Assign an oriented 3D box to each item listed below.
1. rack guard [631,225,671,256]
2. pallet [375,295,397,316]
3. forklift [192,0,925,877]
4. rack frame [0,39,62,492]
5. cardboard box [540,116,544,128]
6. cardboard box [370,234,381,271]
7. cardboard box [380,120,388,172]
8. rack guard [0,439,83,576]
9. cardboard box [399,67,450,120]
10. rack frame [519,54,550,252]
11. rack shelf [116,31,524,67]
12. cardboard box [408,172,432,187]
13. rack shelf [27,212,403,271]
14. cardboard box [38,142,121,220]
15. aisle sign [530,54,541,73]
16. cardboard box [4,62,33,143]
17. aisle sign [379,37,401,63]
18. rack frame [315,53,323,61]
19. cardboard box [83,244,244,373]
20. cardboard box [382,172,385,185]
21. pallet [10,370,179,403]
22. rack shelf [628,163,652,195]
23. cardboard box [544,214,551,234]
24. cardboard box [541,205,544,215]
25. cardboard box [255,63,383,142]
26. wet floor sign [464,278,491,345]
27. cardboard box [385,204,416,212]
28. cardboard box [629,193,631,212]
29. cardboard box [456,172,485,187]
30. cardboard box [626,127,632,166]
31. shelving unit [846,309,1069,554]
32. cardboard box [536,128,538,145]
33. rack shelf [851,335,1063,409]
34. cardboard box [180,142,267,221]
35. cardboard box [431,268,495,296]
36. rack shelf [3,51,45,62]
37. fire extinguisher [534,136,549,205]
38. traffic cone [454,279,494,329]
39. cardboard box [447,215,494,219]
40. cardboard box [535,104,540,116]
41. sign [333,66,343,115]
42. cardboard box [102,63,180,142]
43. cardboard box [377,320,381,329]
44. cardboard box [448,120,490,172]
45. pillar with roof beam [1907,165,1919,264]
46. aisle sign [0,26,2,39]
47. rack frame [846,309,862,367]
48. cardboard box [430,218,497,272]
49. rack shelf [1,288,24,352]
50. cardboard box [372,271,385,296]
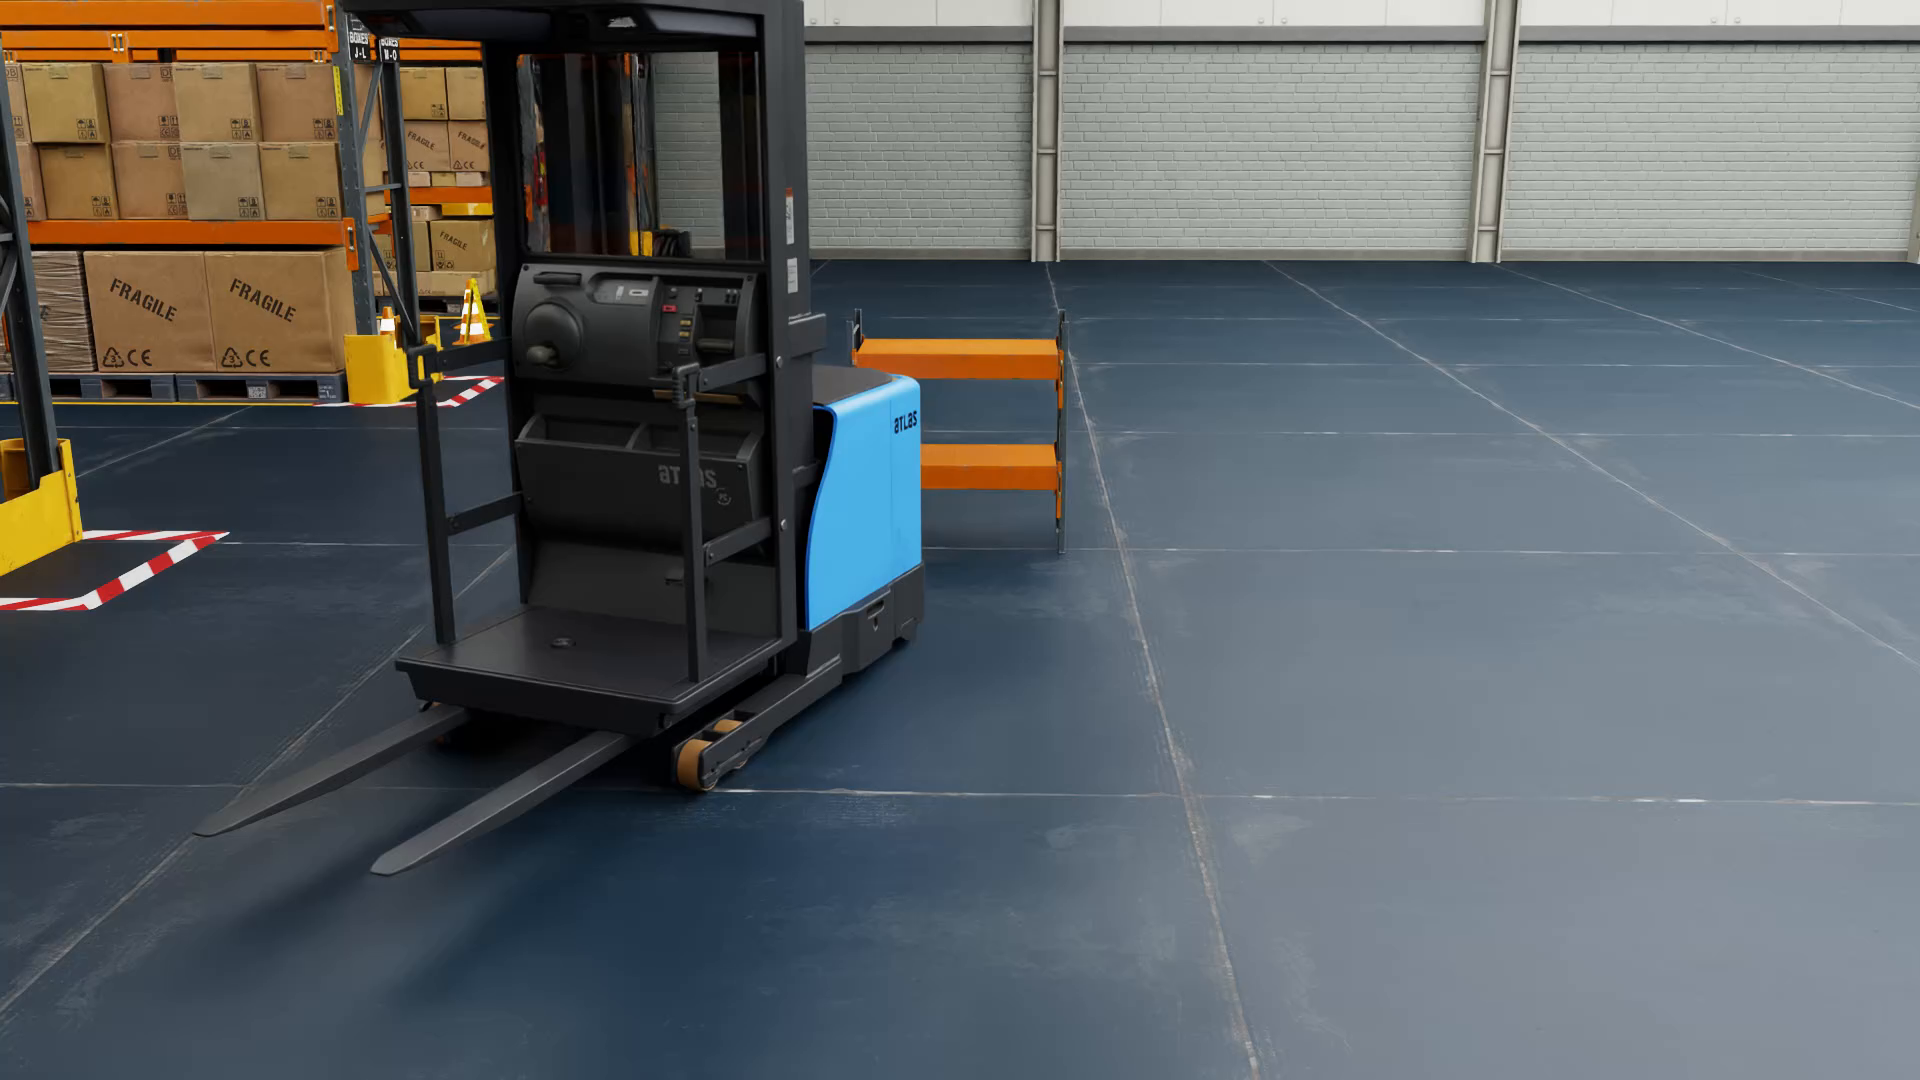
[{"bbox_3d":[-4.122,-3.907,22.167,0.348,0.500,1.175,0,15,1],"label":"rack guard"},{"bbox_3d":[-6.373,-2.525,17.496,1.213,0.211,1.003,0,15,1],"label":"pallet"},{"bbox_3d":[-1.180,-0.738,5.390,1.130,2.935,3.031,6,16,22],"label":"forklift"},{"bbox_3d":[-4.523,-1.322,7.472,0.127,3.000,1.000,0,15,1],"label":"rack frame"},{"bbox_3d":[-5.262,-5.424,21.551,0.250,0.149,0.380,0,15,1],"label":"cardboard box"},{"bbox_3d":[-6.103,-3.032,17.049,0.500,0.500,0.500,0,15,0],"label":"cardboard box"},{"bbox_3d":[-5.820,-3.984,16.780,0.500,0.500,0.500,0,15,1],"label":"cardboard box"},{"bbox_3d":[-4.598,-0.114,7.793,0.348,0.500,1.175,0,15,1],"label":"rack guard"},{"bbox_3d":[-5.291,-4.478,16.694,0.500,0.500,0.700,1,15,2],"label":"cardboard box"},{"bbox_3d":[-4.269,-3.850,17.051,0.127,3.000,1.000,0,15,1],"label":"rack frame"},{"bbox_3d":[-6.269,-4.965,16.809,4.000,0.370,1.077,0,15,1],"label":"rack shelf"},{"bbox_3d":[-5.419,-3.650,16.789,0.250,0.149,0.380,1,15,2],"label":"cardboard box"},{"bbox_3d":[-6.294,-2.252,12.405,4.000,0.370,1.077,0,15,1],"label":"rack shelf"},{"bbox_3d":[-6.305,-2.677,12.311,0.500,0.550,0.875,0,15,1],"label":"cardboard box"},{"bbox_3d":[-4.215,-5.032,16.437,0.004,0.787,0.394,0,15,1],"label":"aisle sign"},{"bbox_3d":[-6.836,-3.184,12.116,0.550,0.550,0.875,0,15,1],"label":"cardboard box"},{"bbox_3d":[-4.216,-3.920,12.220,0.004,0.787,0.394,0,15,1],"label":"aisle sign"},{"bbox_3d":[-8.145,-5.141,21.948,0.127,3.000,1.000,0,15,1],"label":"rack frame"},{"bbox_3d":[-5.854,-1.755,12.454,0.875,0.875,0.875,0,15,1],"label":"cardboard box"},{"bbox_3d":[-5.929,-3.666,16.849,0.250,0.149,0.380,0,15,1],"label":"cardboard box"},{"bbox_3d":[-6.313,-1.232,12.596,1.213,0.211,1.003,0,15,1],"label":"pallet"},{"bbox_3d":[-6.146,-4.781,21.990,4.000,0.370,1.077,0,15,1],"label":"rack shelf"},{"bbox_3d":[-5.142,-4.160,21.815,0.500,0.250,0.500,0,15,1],"label":"cardboard box"},{"bbox_3d":[-5.630,-4.398,21.738,0.500,0.250,0.500,1,15,2],"label":"cardboard box"},{"bbox_3d":[-4.665,-3.193,12.153,0.550,0.550,0.875,0,15,1],"label":"cardboard box"},{"bbox_3d":[-4.215,-1.953,14.477,0.232,0.644,0.267,-2,15,-8],"label":"wet floor sign"},{"bbox_3d":[-5.697,-3.326,16.891,0.250,0.149,0.380,1,15,2],"label":"cardboard box"},{"bbox_3d":[-4.615,-4.396,21.728,0.500,0.250,0.500,1,15,3],"label":"cardboard box"},{"bbox_3d":[-4.905,-3.649,16.784,0.250,0.149,0.380,0,15,1],"label":"cardboard box"},{"bbox_3d":[-4.635,-5.238,22.117,0.500,0.500,0.500,1,15,3],"label":"cardboard box"},{"bbox_3d":[-0.007,-0.544,8.197,1.048,1.125,0.538,0,15,1],"label":"shelving unit"},{"bbox_3d":[-5.676,-5.109,21.629,0.500,0.500,0.500,0,15,0],"label":"cardboard box"},{"bbox_3d":[-0.007,-0.827,8.122,1.000,0.278,0.538,0,15,1],"label":"rack shelf"},{"bbox_3d":[-5.217,-2.648,12.202,0.550,0.550,0.875,0,15,1],"label":"cardboard box"},{"bbox_3d":[-5.108,-2.660,17.109,0.500,0.250,0.500,0,15,1],"label":"cardboard box"},{"bbox_3d":[-14.143,-6.283,21.805,4.000,0.370,1.077,0,15,1],"label":"rack shelf"},{"bbox_3d":[-4.167,-3.694,16.612,0.183,0.674,0.296,0,15,1],"label":"fire extinguisher"},{"bbox_3d":[-4.732,-2.297,16.138,0.334,0.463,0.336,0,15,1],"label":"traffic cone"},{"bbox_3d":[-5.093,-3.161,17.540,0.500,0.500,0.500,0,15,0],"label":"cardboard box"},{"bbox_3d":[-5.530,-5.552,21.454,0.250,0.149,0.380,1,15,3],"label":"cardboard box"},{"bbox_3d":[-4.323,-3.123,11.562,0.005,0.325,0.100,0,15,1],"label":"sign"},{"bbox_3d":[-5.773,-3.212,12.223,0.550,0.550,0.875,0,15,1],"label":"cardboard box"},{"bbox_3d":[-5.631,-1.964,15.494,0.250,0.149,0.380,9,17,30],"label":"cardboard box"},{"bbox_3d":[-4.819,-3.975,16.747,0.500,0.500,0.500,0,15,0],"label":"cardboard box"},{"bbox_3d":[13.065,-7.035,17.366,0.400,9.000,9.100,0,15,1],"label":"pillar with roof beam"},{"bbox_3d":[-4.453,-2.655,7.429,0.004,0.787,0.394,0,15,1],"label":"aisle sign"},{"bbox_3d":[-0.515,-0.547,8.209,0.032,1.125,0.500,0,15,1],"label":"rack frame"},{"bbox_3d":[-5.077,-3.024,17.020,0.500,0.500,0.500,0,15,2],"label":"cardboard box"},{"bbox_3d":[-6.522,-0.987,7.613,4.000,0.370,1.077,0,15,1],"label":"rack shelf"},{"bbox_3d":[-6.125,-2.667,17.136,0.500,0.250,0.500,0,15,-1],"label":"cardboard box"}]
